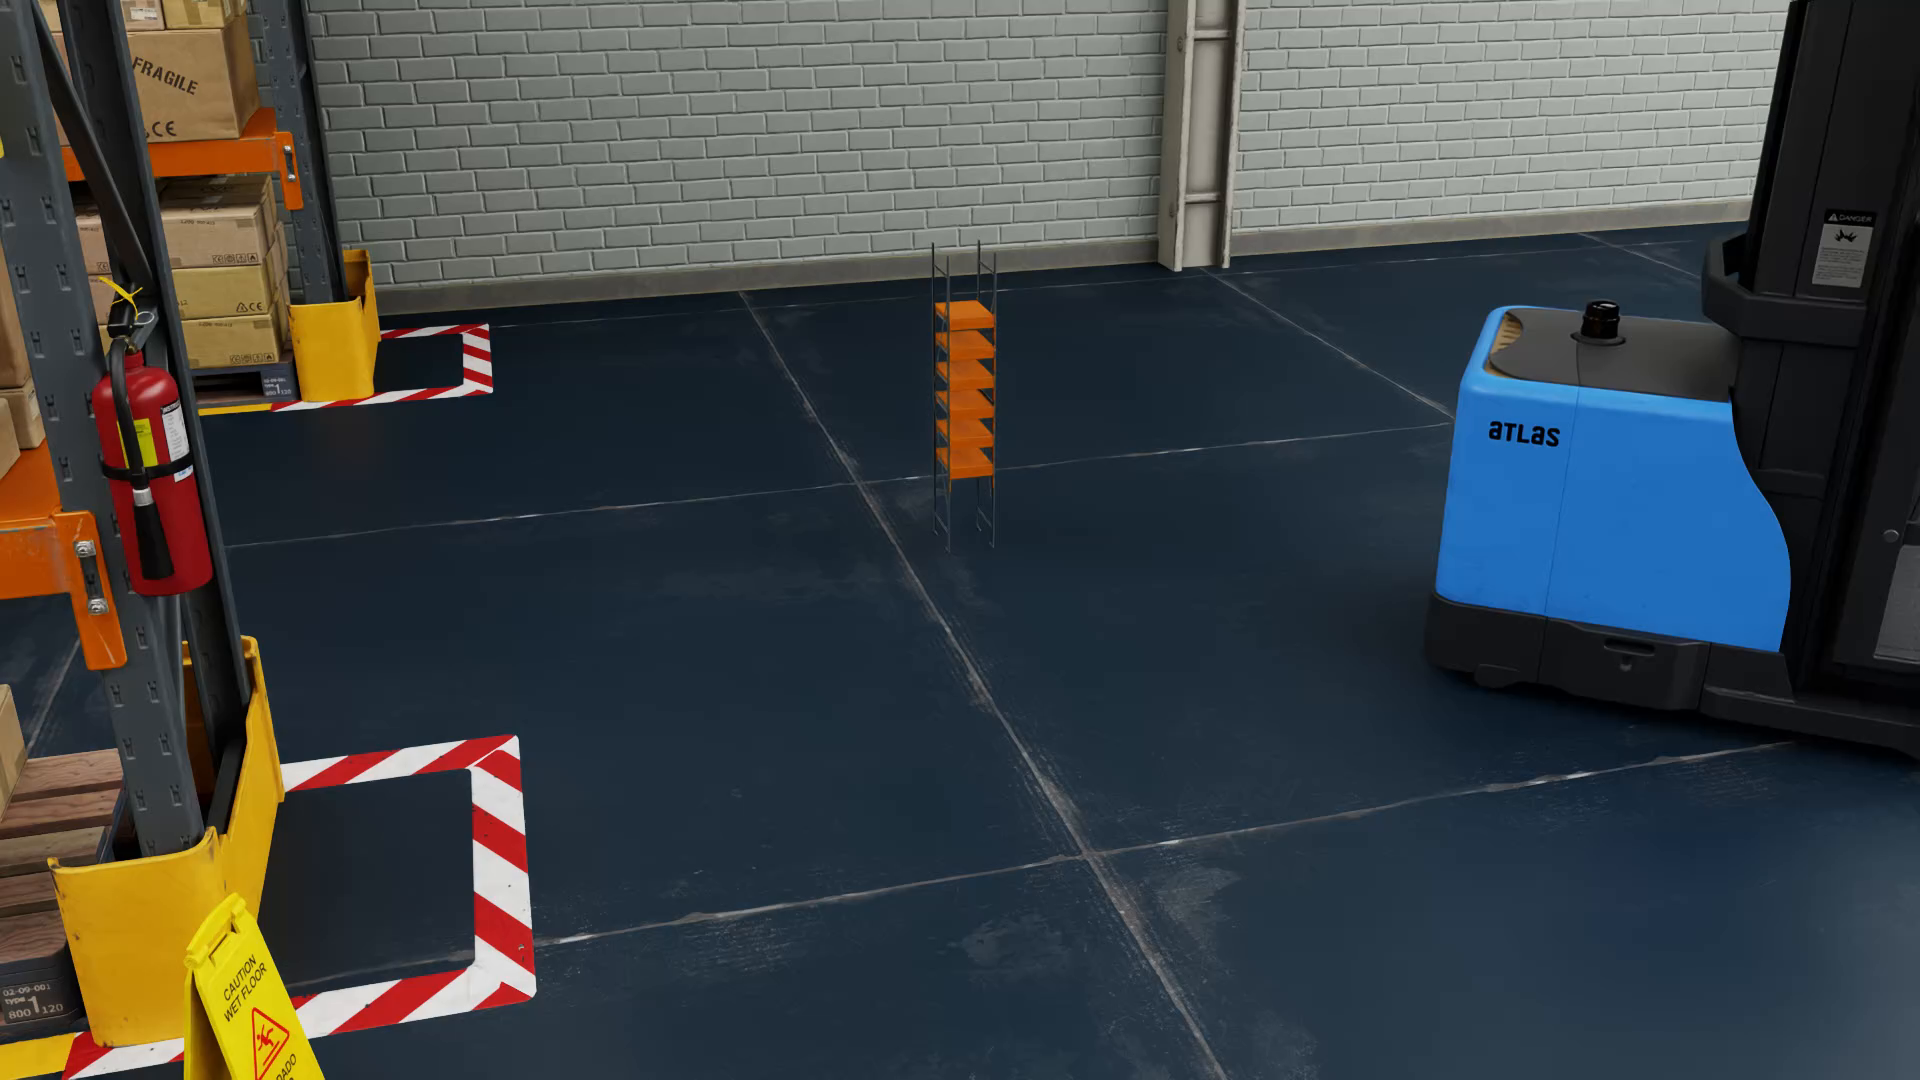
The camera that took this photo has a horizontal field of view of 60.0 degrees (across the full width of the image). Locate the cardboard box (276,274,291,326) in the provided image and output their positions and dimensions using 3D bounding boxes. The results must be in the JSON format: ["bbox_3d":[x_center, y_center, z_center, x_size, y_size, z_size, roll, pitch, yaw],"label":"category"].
[{"bbox_3d":[-3.849,-1.251,8.815,0.500,0.250,0.500,-6,24,-14],"label":"cardboard box"}]

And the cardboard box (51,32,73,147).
[{"bbox_3d":[-4.228,-2.142,7.810,0.500,0.500,0.500,-6,24,-13],"label":"cardboard box"}]

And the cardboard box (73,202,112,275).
[{"bbox_3d":[-4.172,-1.464,8.045,0.500,0.250,0.500,-6,24,-13],"label":"cardboard box"}]

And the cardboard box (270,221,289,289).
[{"bbox_3d":[-3.832,-1.487,8.733,0.500,0.250,0.500,-6,24,-13],"label":"cardboard box"}]

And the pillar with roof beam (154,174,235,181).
[{"bbox_3d":[-3.074,-3.690,3.938,0.400,9.000,9.100,-6,24,-14],"label":"pillar with roof beam"}]

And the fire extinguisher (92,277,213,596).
[{"bbox_3d":[-1.744,-0.217,3.550,0.183,0.674,0.296,-6,24,-14],"label":"fire extinguisher"}]

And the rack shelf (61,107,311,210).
[{"bbox_3d":[-5.248,-1.756,7.950,4.000,0.370,1.077,-6,24,-14],"label":"rack shelf"}]

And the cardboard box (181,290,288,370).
[{"bbox_3d":[-3.690,-1.059,8.368,0.500,0.250,0.500,-6,24,-14],"label":"cardboard box"}]

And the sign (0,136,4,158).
[{"bbox_3d":[-1.848,-0.880,3.127,0.005,0.325,0.100,-6,24,-14],"label":"sign"}]

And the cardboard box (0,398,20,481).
[{"bbox_3d":[-2.281,-0.179,3.681,0.250,0.149,0.380,-5,24,-13],"label":"cardboard box"}]

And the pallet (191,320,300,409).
[{"bbox_3d":[-4.048,-0.921,8.628,1.213,0.211,1.003,-6,24,-14],"label":"pallet"}]

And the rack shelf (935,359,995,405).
[{"bbox_3d":[0.014,-0.622,6.487,0.180,0.103,0.258,-6,24,-14],"label":"rack shelf"}]

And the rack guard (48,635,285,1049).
[{"bbox_3d":[-2.052,0.741,4.388,0.348,0.500,1.175,-6,24,-14],"label":"rack guard"}]

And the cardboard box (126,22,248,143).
[{"bbox_3d":[-3.726,-2.193,7.931,0.500,0.500,0.500,-7,24,-16],"label":"cardboard box"}]

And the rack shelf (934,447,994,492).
[{"bbox_3d":[0.014,-0.292,6.629,0.180,0.103,0.258,-6,24,-14],"label":"rack shelf"}]

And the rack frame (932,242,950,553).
[{"bbox_3d":[-0.074,-0.543,6.494,0.006,1.200,0.240,-6,24,-14],"label":"rack frame"}]

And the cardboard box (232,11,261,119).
[{"bbox_3d":[-3.875,-2.398,8.408,0.500,0.500,0.500,-6,24,-13],"label":"cardboard box"}]

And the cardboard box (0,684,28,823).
[{"bbox_3d":[-2.830,0.636,4.418,0.500,0.250,0.500,-7,24,-15],"label":"cardboard box"}]

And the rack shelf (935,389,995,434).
[{"bbox_3d":[0.014,-0.512,6.535,0.180,0.103,0.258,-6,24,-14],"label":"rack shelf"}]

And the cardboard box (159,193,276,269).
[{"bbox_3d":[-3.682,-1.521,8.177,0.500,0.250,0.500,-5,24,-13],"label":"cardboard box"}]

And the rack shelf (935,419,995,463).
[{"bbox_3d":[0.014,-0.402,6.582,0.180,0.103,0.258,-6,24,-14],"label":"rack shelf"}]

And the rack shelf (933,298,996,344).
[{"bbox_3d":[0.014,-0.843,6.393,0.180,0.103,0.258,-6,24,-14],"label":"rack shelf"}]

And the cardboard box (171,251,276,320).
[{"bbox_3d":[-3.707,-1.288,8.268,0.500,0.250,0.500,-7,24,-15],"label":"cardboard box"}]

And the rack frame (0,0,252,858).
[{"bbox_3d":[-1.978,-0.415,3.914,0.127,3.000,1.000,-6,24,-14],"label":"rack frame"}]

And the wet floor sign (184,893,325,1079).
[{"bbox_3d":[-1.506,1.053,3.479,0.232,0.644,0.267,2,23,4],"label":"wet floor sign"}]

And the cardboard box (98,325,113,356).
[{"bbox_3d":[-4.171,-1.009,8.253,0.500,0.250,0.500,-6,24,-14],"label":"cardboard box"}]

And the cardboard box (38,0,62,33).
[{"bbox_3d":[-4.085,-2.457,7.723,0.250,0.149,0.380,-6,24,-13],"label":"cardboard box"}]

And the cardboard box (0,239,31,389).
[{"bbox_3d":[-2.509,-0.653,3.963,0.500,0.500,0.500,-7,24,-15],"label":"cardboard box"}]

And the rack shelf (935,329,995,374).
[{"bbox_3d":[0.014,-0.733,6.440,0.180,0.103,0.258,-6,24,-14],"label":"rack shelf"}]

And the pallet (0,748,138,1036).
[{"bbox_3d":[-2.843,0.947,4.275,1.213,0.211,1.003,-6,24,-14],"label":"pallet"}]

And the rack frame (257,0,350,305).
[{"bbox_3d":[-3.323,-2.299,8.305,0.127,3.000,1.000,-6,24,-14],"label":"rack frame"}]

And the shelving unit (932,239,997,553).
[{"bbox_3d":[0.014,-0.553,6.517,0.189,1.200,0.258,-6,24,-14],"label":"shelving unit"}]

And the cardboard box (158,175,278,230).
[{"bbox_3d":[-3.837,-1.709,8.615,0.500,0.250,0.500,-7,24,-15],"label":"cardboard box"}]

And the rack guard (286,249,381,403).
[{"bbox_3d":[-3.300,-1.153,8.804,0.348,0.500,1.175,-6,24,-14],"label":"rack guard"}]

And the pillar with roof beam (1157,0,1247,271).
[{"bbox_3d":[2.703,-4.329,5.427,0.400,9.000,9.100,-6,24,-14],"label":"pillar with roof beam"}]

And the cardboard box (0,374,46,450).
[{"bbox_3d":[-2.361,-0.342,4.062,0.250,0.149,0.380,-6,24,-14],"label":"cardboard box"}]

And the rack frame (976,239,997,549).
[{"bbox_3d":[0.102,-0.563,6.540,0.006,1.200,0.240,-6,24,-14],"label":"rack frame"}]

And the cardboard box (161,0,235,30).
[{"bbox_3d":[-3.581,-2.500,7.823,0.250,0.149,0.380,-6,24,-14],"label":"cardboard box"}]

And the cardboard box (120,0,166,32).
[{"bbox_3d":[-3.819,-2.462,7.734,0.250,0.149,0.380,-6,24,-14],"label":"cardboard box"}]

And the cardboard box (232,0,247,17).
[{"bbox_3d":[-3.719,-2.706,8.303,0.250,0.149,0.380,-7,24,-16],"label":"cardboard box"}]

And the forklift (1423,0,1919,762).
[{"bbox_3d":[3.145,-0.832,4.971,3.031,2.935,1.130,9,25,20],"label":"forklift"}]

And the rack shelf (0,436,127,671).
[{"bbox_3d":[-3.904,0.128,3.559,4.000,0.370,1.077,-6,24,-14],"label":"rack shelf"}]

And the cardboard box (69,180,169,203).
[{"bbox_3d":[-4.317,-1.654,8.488,0.500,0.250,0.500,-6,24,-14],"label":"cardboard box"}]

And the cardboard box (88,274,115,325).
[{"bbox_3d":[-4.193,-1.239,8.153,0.500,0.250,0.500,-7,24,-15],"label":"cardboard box"}]
